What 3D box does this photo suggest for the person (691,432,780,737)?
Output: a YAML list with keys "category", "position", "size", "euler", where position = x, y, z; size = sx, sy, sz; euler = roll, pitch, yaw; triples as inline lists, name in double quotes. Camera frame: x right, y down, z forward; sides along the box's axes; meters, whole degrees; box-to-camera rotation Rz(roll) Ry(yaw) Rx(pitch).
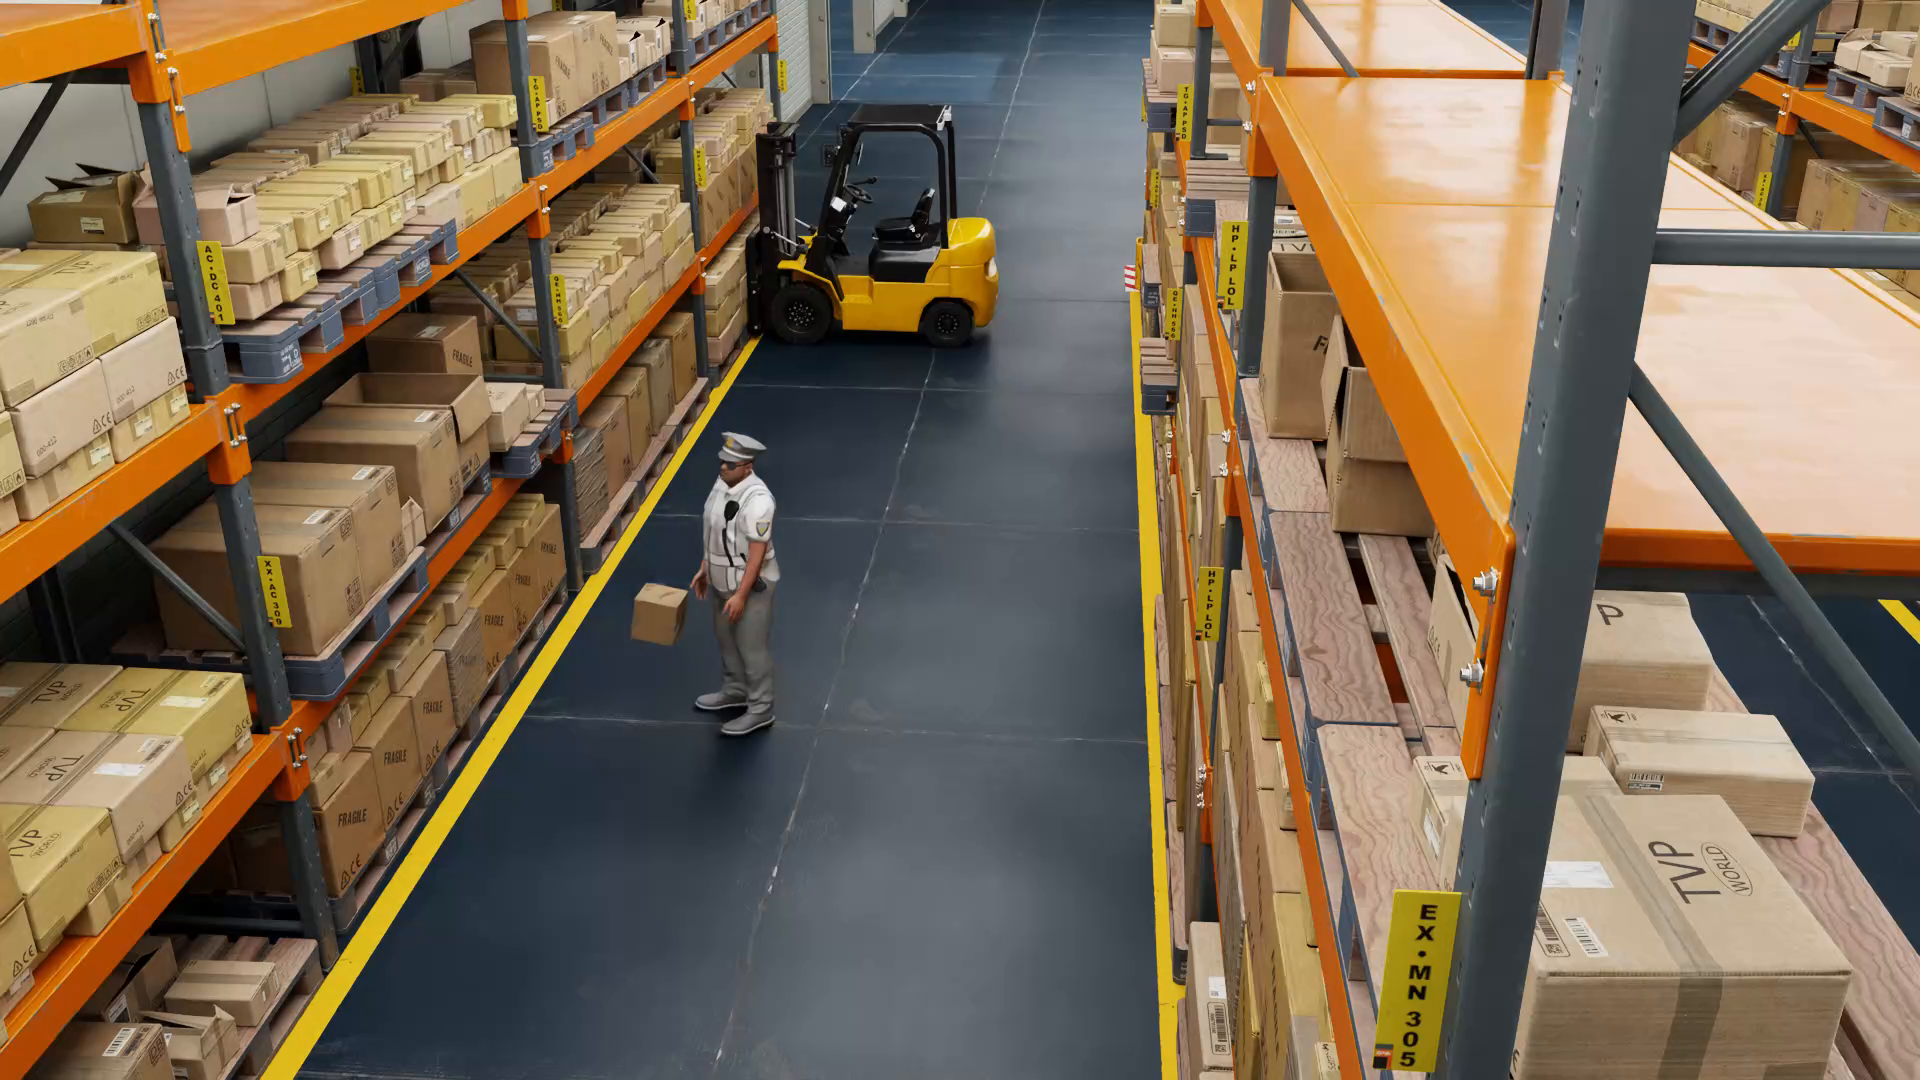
- category: "person"
  position: [-1.269, 0.231, 9.417]
  size: [0.425, 1.785, 0.602]
  euler: [-17, 30, -33]
